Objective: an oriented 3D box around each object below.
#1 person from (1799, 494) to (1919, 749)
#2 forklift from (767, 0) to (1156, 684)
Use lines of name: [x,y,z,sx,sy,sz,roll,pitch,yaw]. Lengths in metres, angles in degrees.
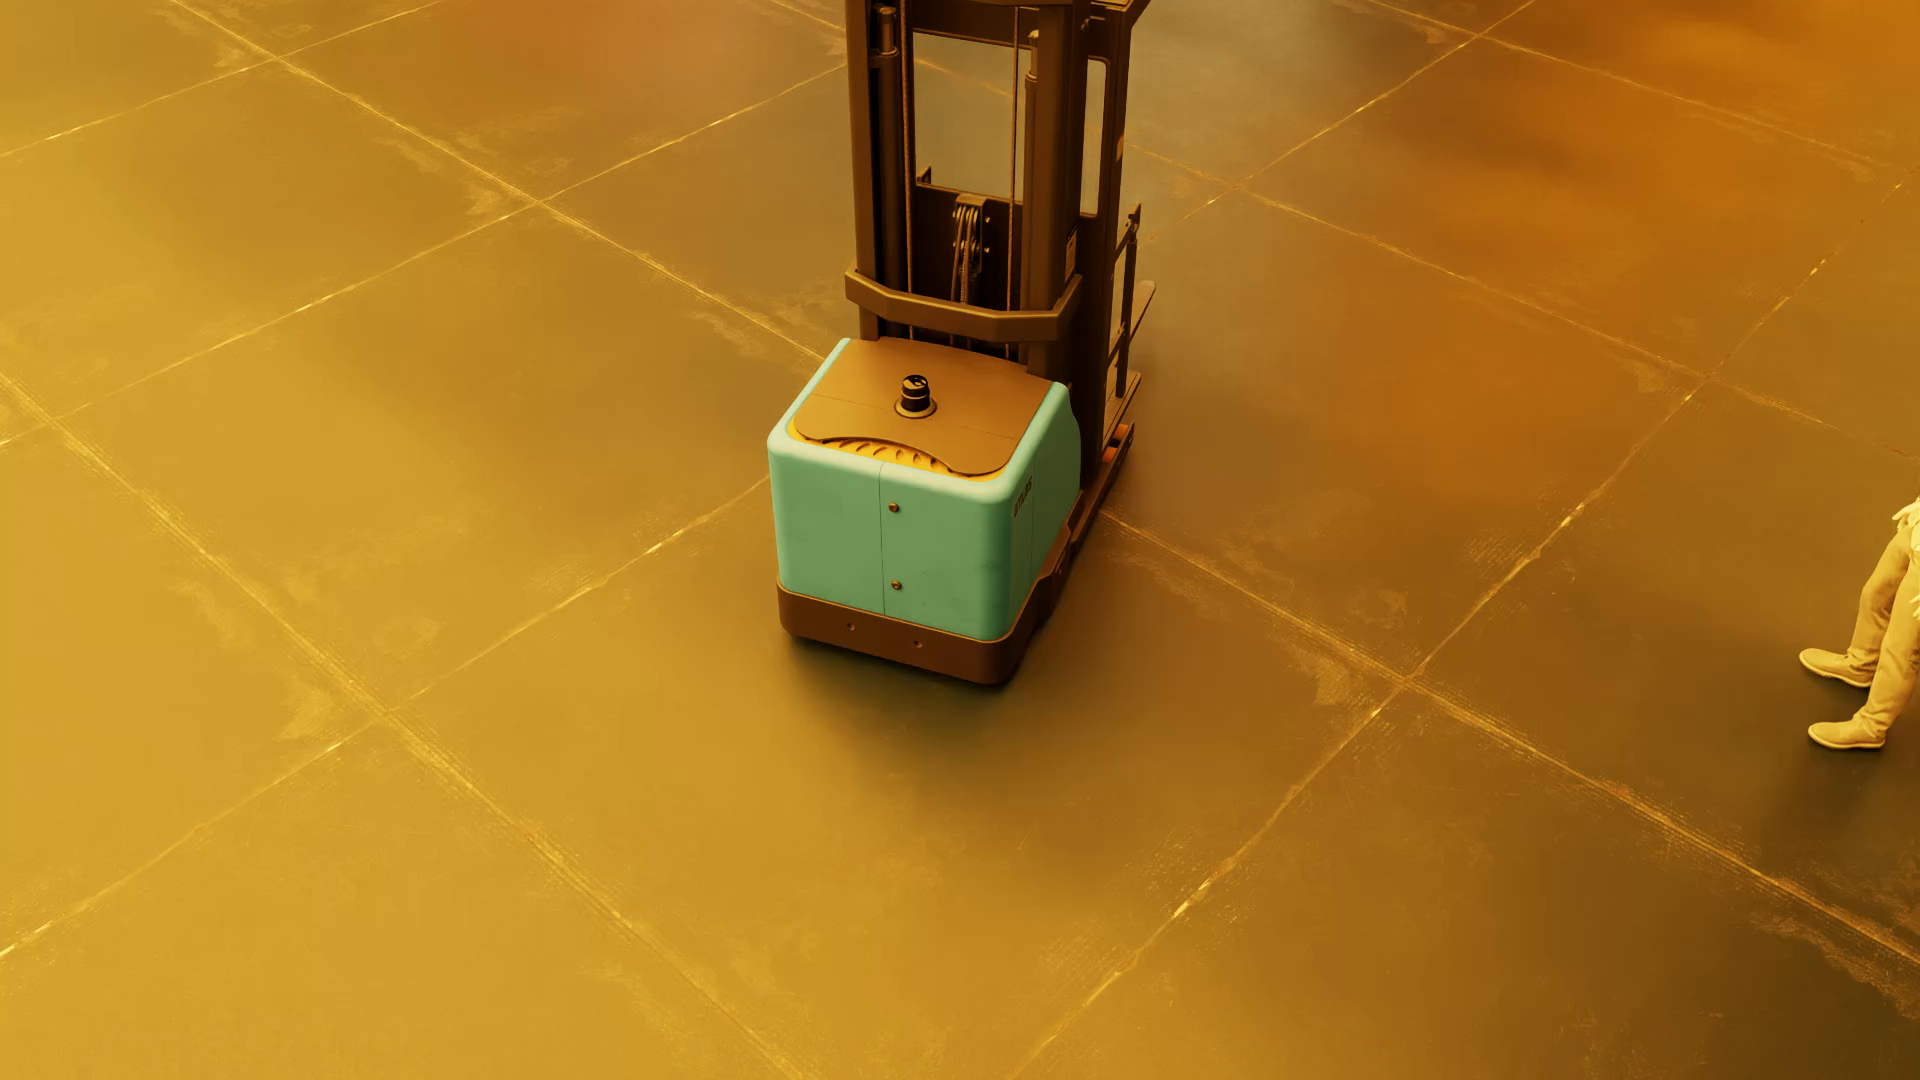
person: [3.697,0.045,6.353,0.396,1.667,0.610,13,42,14]
forklift: [0.211,-1.484,7.158,1.130,2.935,3.031,14,42,15]
